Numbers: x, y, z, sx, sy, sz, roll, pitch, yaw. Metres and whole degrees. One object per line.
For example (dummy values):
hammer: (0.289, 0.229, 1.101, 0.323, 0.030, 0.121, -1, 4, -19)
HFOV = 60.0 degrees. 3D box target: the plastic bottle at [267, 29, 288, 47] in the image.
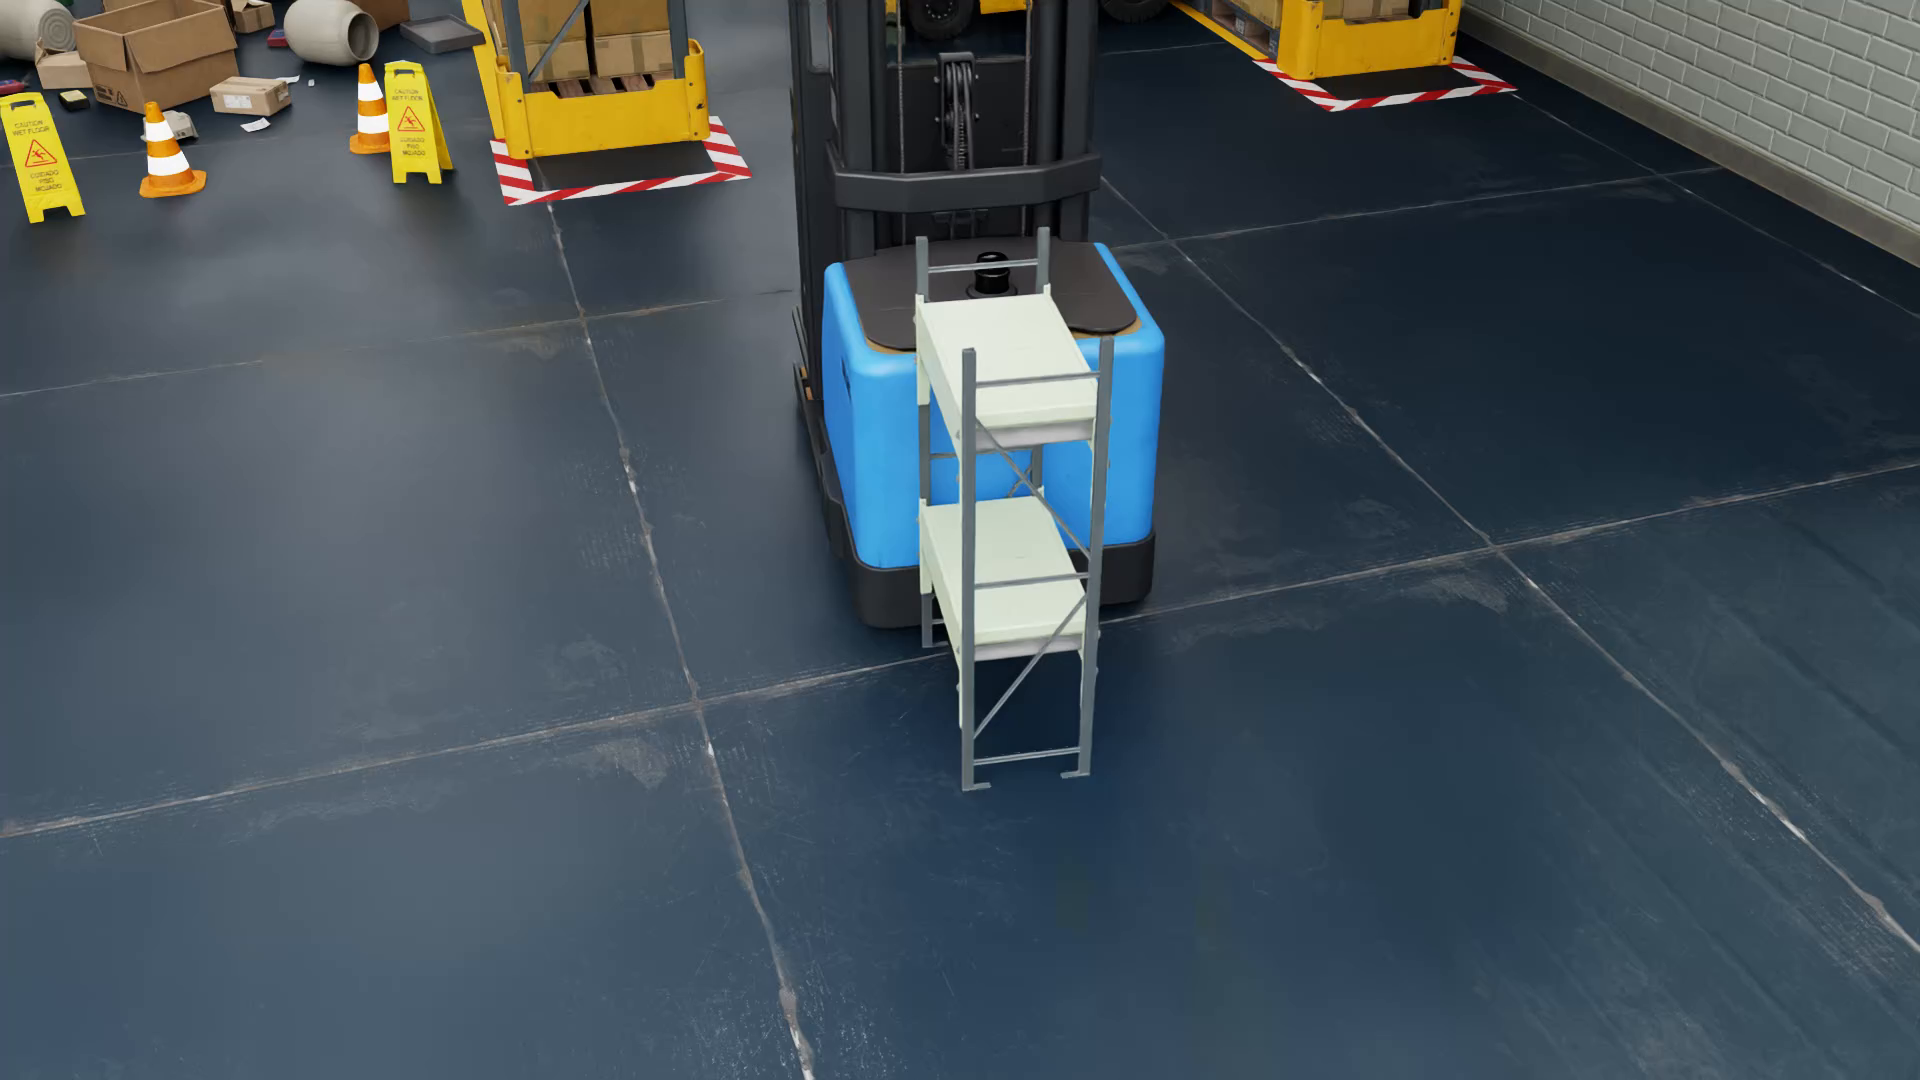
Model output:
plastic bottle: (-4.665, -3.460, 11.431, 0.133, 0.061, 0.283, -4, 34, -6)

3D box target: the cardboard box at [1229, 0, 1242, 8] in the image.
cardboard box: (2.087, -3.900, 11.544, 0.500, 0.250, 0.500, -10, 35, -15)

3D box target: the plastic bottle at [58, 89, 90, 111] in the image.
plastic bottle: (-5.522, -2.743, 10.346, 0.133, 0.061, 0.283, -23, 40, -31)

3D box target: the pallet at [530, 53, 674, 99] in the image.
pallet: (-2.290, -2.888, 10.429, 1.003, 0.211, 1.213, -10, 35, -15)

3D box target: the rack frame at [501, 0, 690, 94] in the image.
rack frame: (-2.052, -3.579, 8.945, 1.000, 3.000, 0.127, -10, 35, -15)

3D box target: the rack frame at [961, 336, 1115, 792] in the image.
rack frame: (0.203, 0.119, 4.710, 0.400, 1.500, 0.023, -6, 34, -9)

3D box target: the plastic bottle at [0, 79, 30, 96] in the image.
plastic bottle: (-6.051, -2.862, 10.525, 0.283, 0.061, 0.133, -23, 40, -31)

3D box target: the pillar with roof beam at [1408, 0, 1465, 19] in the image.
pillar with roof beam: (-0.780, -6.712, 8.244, 9.100, 9.000, 0.400, -10, 35, -15)

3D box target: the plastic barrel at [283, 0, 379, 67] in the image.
plastic barrel: (-4.124, -3.334, 10.911, 0.512, 0.421, 0.421, 13, 36, 18)

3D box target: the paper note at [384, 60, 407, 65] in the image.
paper note: (-3.716, -3.152, 10.993, 0.142, 0.019, 0.148, -23, 40, -31)

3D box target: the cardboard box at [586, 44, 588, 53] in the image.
cardboard box: (-2.184, -3.346, 10.706, 0.500, 0.250, 0.500, -9, 34, -13)

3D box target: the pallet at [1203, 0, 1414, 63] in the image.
pallet: (2.401, -3.647, 11.577, 1.003, 0.211, 1.213, -10, 35, -15)

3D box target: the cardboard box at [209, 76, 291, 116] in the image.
cardboard box: (-4.376, -2.738, 10.258, 0.380, 0.149, 0.250, 7, 34, 10)

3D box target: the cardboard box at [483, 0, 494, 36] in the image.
cardboard box: (-2.871, -3.533, 10.989, 0.500, 0.250, 0.500, -11, 35, -16)

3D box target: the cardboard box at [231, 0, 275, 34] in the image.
cardboard box: (-5.068, -3.750, 11.684, 0.396, 0.266, 0.258, 19, 38, 26)

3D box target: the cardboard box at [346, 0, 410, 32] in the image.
cardboard box: (-4.241, -3.846, 11.614, 0.500, 0.500, 0.500, 13, 36, 18)

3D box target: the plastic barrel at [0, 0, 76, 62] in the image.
plastic barrel: (-6.149, -3.381, 10.983, 0.512, 0.421, 0.421, 13, 36, 18)

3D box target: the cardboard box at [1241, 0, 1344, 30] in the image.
cardboard box: (2.229, -3.637, 11.147, 0.500, 0.250, 0.500, -10, 35, -14)

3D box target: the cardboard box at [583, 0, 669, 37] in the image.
cardboard box: (-2.043, -3.402, 10.111, 0.500, 0.500, 0.500, -11, 35, -16)

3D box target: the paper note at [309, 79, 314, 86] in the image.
paper note: (-4.171, -2.942, 10.693, 0.032, 0.001, 0.123, -10, 35, -15)

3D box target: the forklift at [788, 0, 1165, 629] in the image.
forklift: (-0.100, -1.725, 6.201, 1.130, 2.935, 3.031, -6, 34, -9)

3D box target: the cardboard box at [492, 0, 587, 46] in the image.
cardboard box: (-2.545, -3.297, 9.951, 0.500, 0.500, 0.500, -10, 35, -14)

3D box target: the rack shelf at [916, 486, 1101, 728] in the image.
rack shelf: (0.136, 0.193, 5.189, 0.431, 0.370, 0.720, -6, 34, -9)

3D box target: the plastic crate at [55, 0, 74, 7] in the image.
plastic crate: (-6.655, -3.773, 11.738, 0.450, 0.188, 0.662, -2, 32, 16)

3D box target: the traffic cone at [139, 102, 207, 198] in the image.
traffic cone: (-4.365, -2.164, 9.105, 0.336, 0.463, 0.334, -10, 35, -15)

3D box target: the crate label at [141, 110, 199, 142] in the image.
crate label: (-4.664, -2.431, 9.804, 0.298, 0.136, 0.250, 27, 42, 34)

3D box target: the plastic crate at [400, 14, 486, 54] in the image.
plastic crate: (-3.574, -3.499, 11.472, 0.402, 0.080, 0.583, -23, 40, -31)

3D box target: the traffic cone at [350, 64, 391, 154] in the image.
traffic cone: (-3.412, -2.529, 9.658, 0.336, 0.463, 0.334, -10, 35, -15)

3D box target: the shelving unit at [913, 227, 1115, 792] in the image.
shelving unit: (0.136, -0.079, 5.010, 0.431, 1.500, 0.755, -6, 34, -9)

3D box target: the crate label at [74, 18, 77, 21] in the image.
crate label: (-6.226, -3.518, 11.449, 0.250, 0.136, 0.298, 19, 38, 26)

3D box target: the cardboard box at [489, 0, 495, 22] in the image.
cardboard box: (-2.707, -3.570, 10.365, 0.500, 0.500, 0.500, -9, 34, -13)

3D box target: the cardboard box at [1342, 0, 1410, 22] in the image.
cardboard box: (2.710, -3.734, 11.294, 0.500, 0.250, 0.500, -10, 35, -15)

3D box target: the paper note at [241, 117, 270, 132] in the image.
paper note: (-4.236, -2.502, 10.008, 0.148, 0.019, 0.142, -23, 40, -31)

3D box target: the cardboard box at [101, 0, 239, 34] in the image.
cardboard box: (-5.292, -3.580, 11.088, 0.797, 0.637, 0.503, -10, 35, -15)

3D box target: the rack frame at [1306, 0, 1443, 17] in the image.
rack frame: (2.674, -4.416, 10.211, 1.000, 3.000, 0.127, -10, 35, -15)

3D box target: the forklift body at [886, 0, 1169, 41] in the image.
forklift body: (0.358, -4.750, 11.488, 2.313, 2.155, 1.214, -10, 35, -15)

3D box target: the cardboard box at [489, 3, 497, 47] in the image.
cardboard box: (-2.706, -3.259, 10.575, 0.500, 0.250, 0.500, -10, 35, -15)

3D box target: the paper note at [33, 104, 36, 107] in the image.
paper note: (-5.754, -2.685, 10.304, 0.032, 0.001, 0.123, 7, 34, 10)

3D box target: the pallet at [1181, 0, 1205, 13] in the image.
pallet: (2.032, -4.286, 12.545, 1.003, 0.211, 1.213, -10, 35, -15)

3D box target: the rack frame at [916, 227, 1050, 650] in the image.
rack frame: (0.068, -0.278, 5.310, 0.400, 1.500, 0.023, -6, 34, -9)

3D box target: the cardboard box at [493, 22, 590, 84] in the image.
cardboard box: (-2.562, -2.999, 10.180, 0.500, 0.250, 0.500, -10, 35, -15)

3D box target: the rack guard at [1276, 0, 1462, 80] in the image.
rack guard: (2.681, -3.360, 10.881, 1.175, 0.500, 0.348, -10, 35, -15)

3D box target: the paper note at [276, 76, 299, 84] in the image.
paper note: (-4.353, -2.968, 10.724, 0.148, 0.019, 0.142, 1, 33, 2)

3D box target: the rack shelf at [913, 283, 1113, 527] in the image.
rack shelf: (0.136, -0.405, 4.795, 0.431, 0.370, 0.720, -6, 34, -9)

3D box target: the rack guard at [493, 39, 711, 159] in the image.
rack guard: (-2.076, -2.576, 9.695, 1.175, 0.500, 0.348, -10, 35, -15)

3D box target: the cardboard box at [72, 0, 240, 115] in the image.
cardboard box: (-4.999, -3.034, 10.385, 0.637, 0.503, 0.797, 19, 38, 26)

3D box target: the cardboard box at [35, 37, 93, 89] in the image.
cardboard box: (-5.677, -3.060, 10.640, 0.396, 0.266, 0.258, -4, 34, -6)

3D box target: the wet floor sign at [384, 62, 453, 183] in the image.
wet floor sign: (-3.013, -2.317, 9.171, 0.267, 0.644, 0.232, 1, 33, 2)

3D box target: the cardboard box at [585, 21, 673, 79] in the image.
cardboard box: (-2.035, -3.077, 10.299, 0.500, 0.250, 0.500, -10, 35, -15)

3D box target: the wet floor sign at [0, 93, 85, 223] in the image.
wet floor sign: (-4.841, -2.029, 8.735, 0.267, 0.644, 0.232, -16, 37, -23)
